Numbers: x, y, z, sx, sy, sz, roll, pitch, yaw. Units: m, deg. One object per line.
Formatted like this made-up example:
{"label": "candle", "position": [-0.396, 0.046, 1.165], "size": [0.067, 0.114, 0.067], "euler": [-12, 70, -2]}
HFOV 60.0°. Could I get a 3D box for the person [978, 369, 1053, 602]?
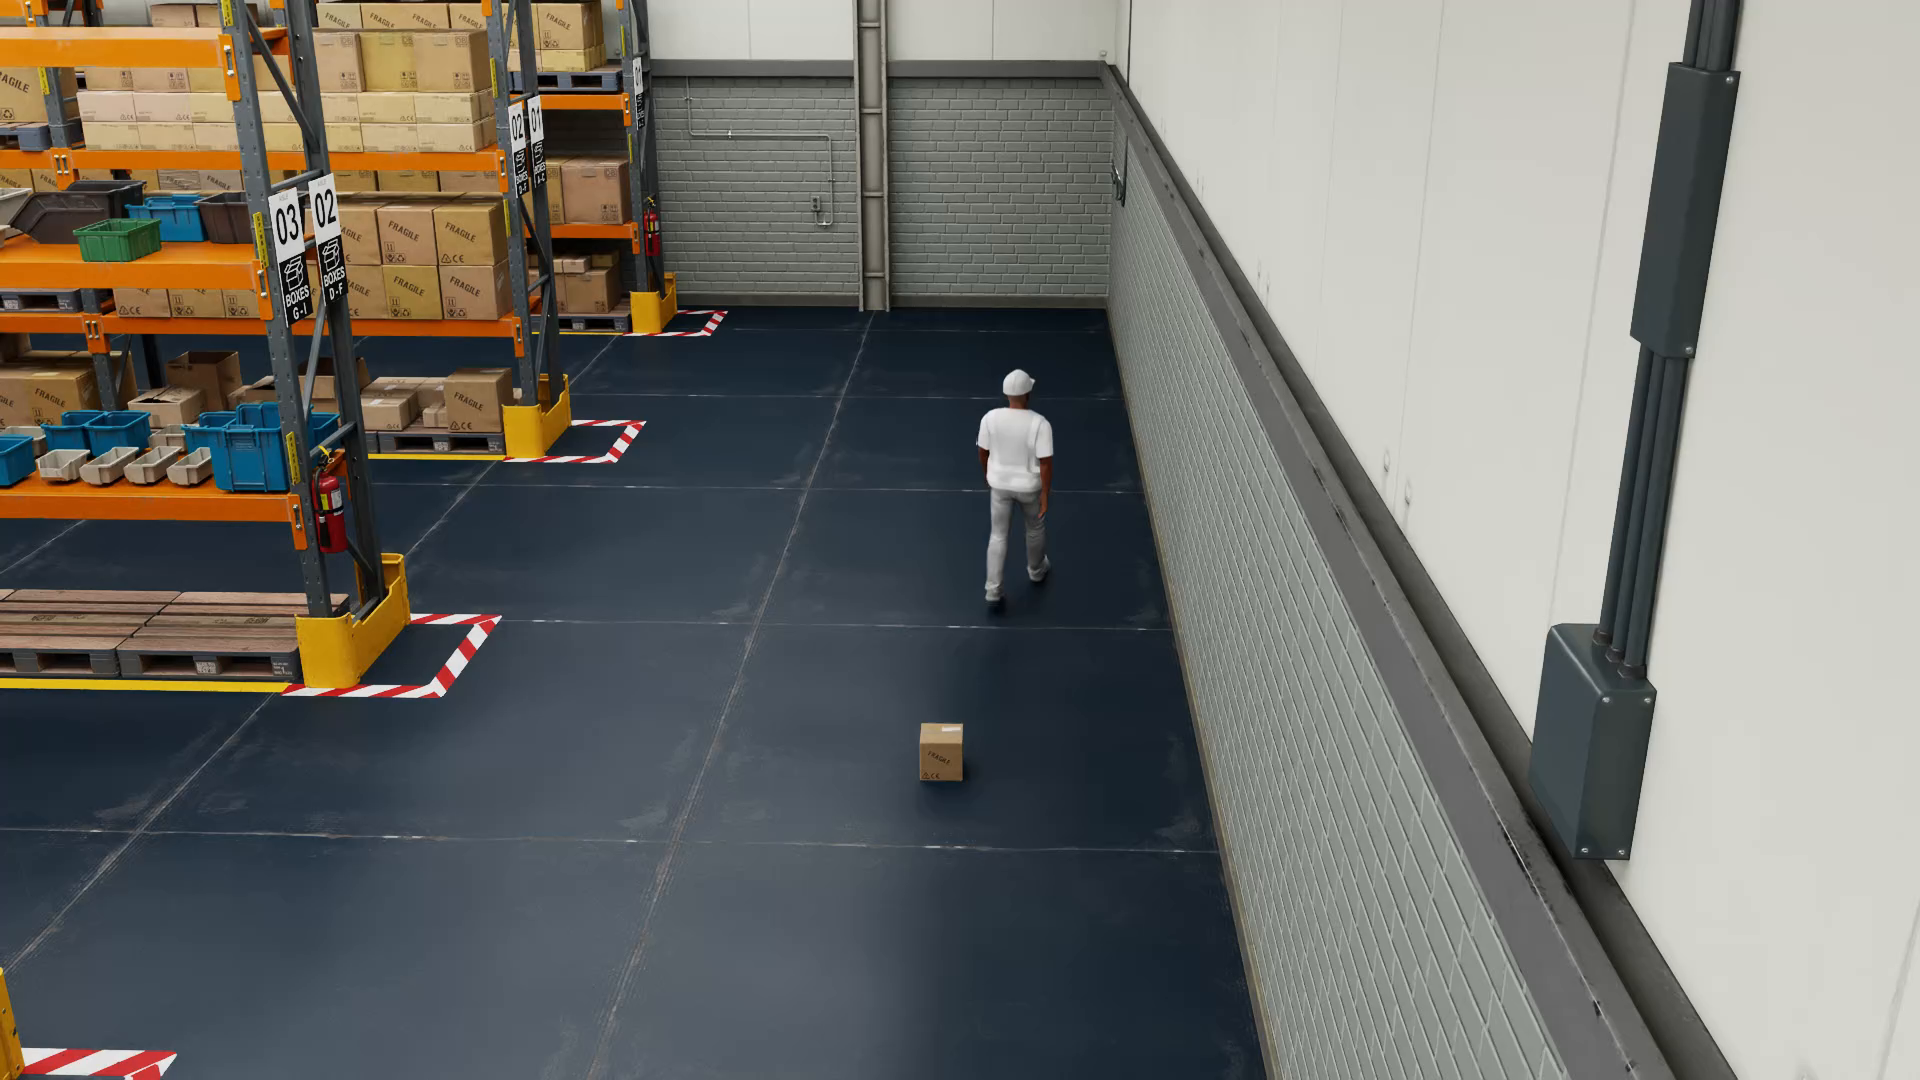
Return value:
{"label": "person", "position": [0.423, -0.441, 12.222], "size": [0.569, 1.732, 0.937], "euler": [4, 21, 10]}
